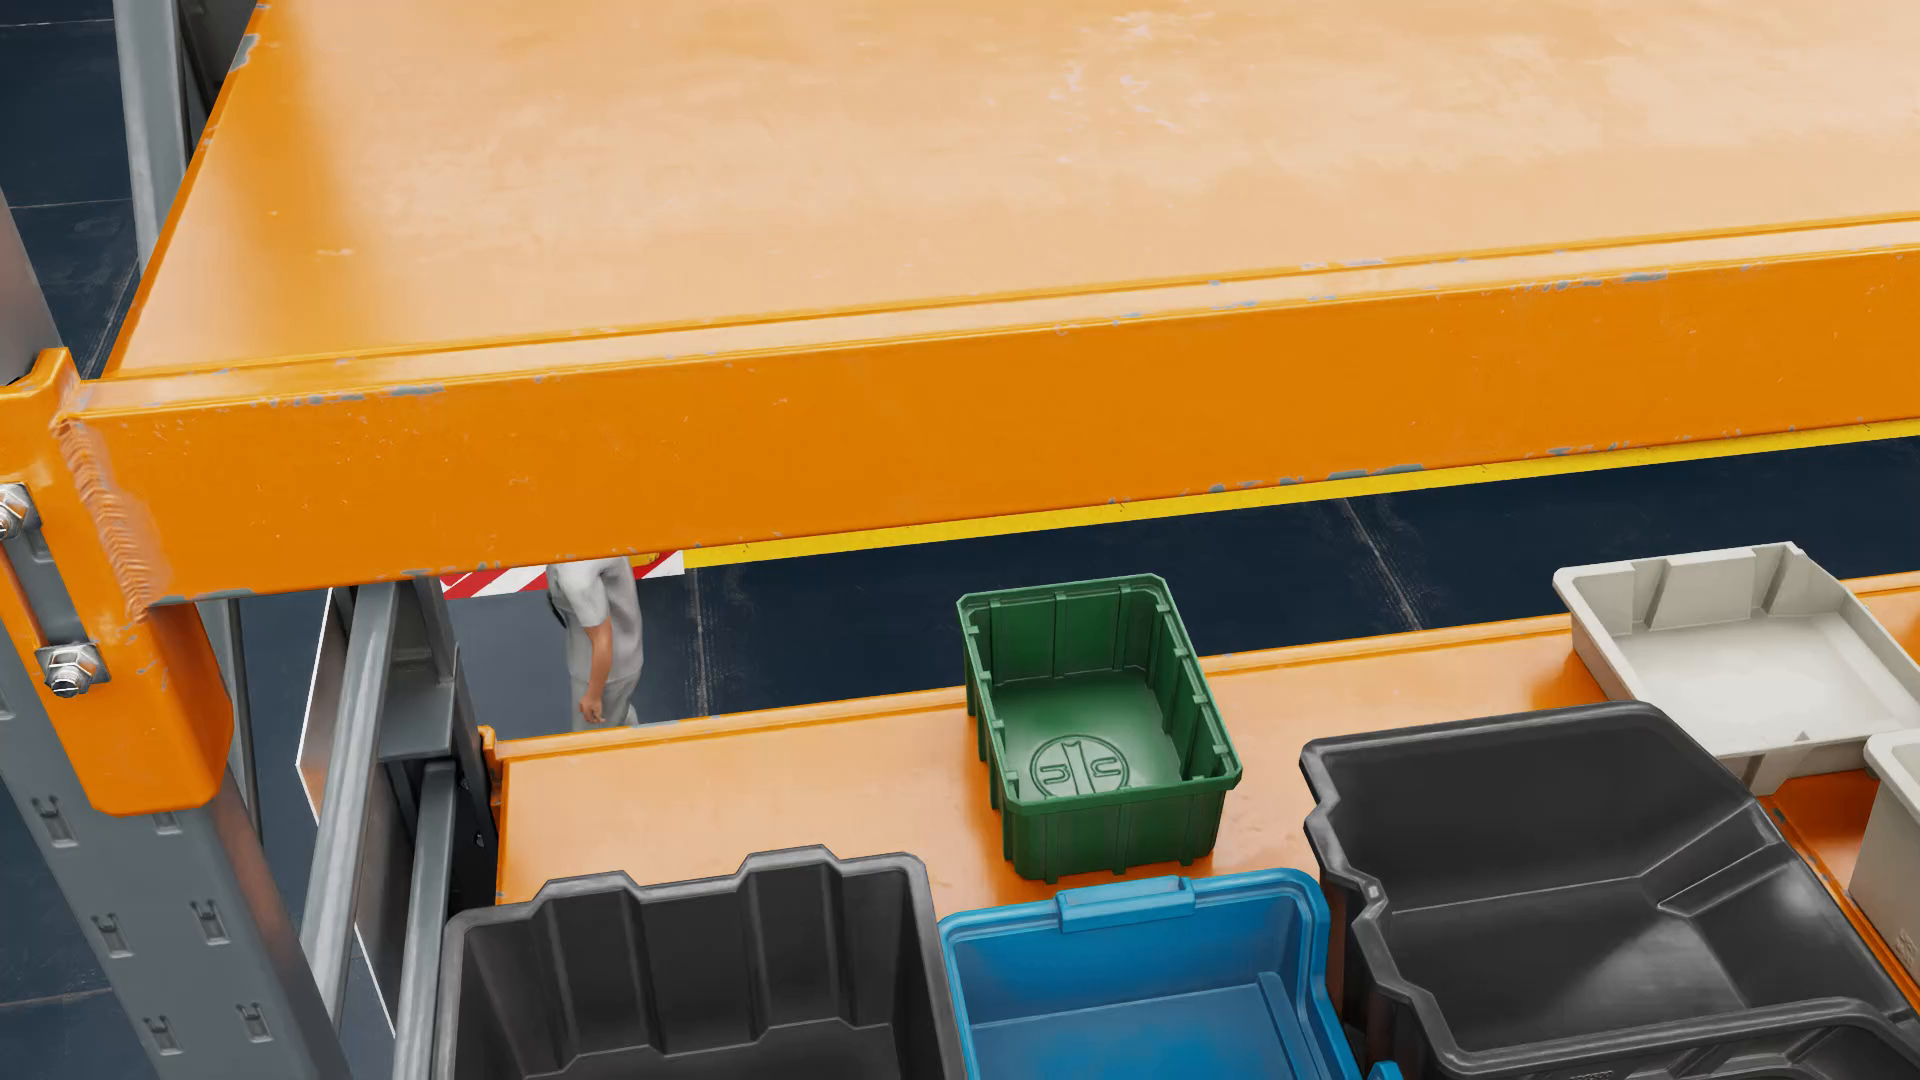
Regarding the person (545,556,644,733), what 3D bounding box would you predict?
[{"bbox_3d":[-1.276,0.395,5.663,0.412,1.672,0.514,-8,40,-10],"label":"person"}]
